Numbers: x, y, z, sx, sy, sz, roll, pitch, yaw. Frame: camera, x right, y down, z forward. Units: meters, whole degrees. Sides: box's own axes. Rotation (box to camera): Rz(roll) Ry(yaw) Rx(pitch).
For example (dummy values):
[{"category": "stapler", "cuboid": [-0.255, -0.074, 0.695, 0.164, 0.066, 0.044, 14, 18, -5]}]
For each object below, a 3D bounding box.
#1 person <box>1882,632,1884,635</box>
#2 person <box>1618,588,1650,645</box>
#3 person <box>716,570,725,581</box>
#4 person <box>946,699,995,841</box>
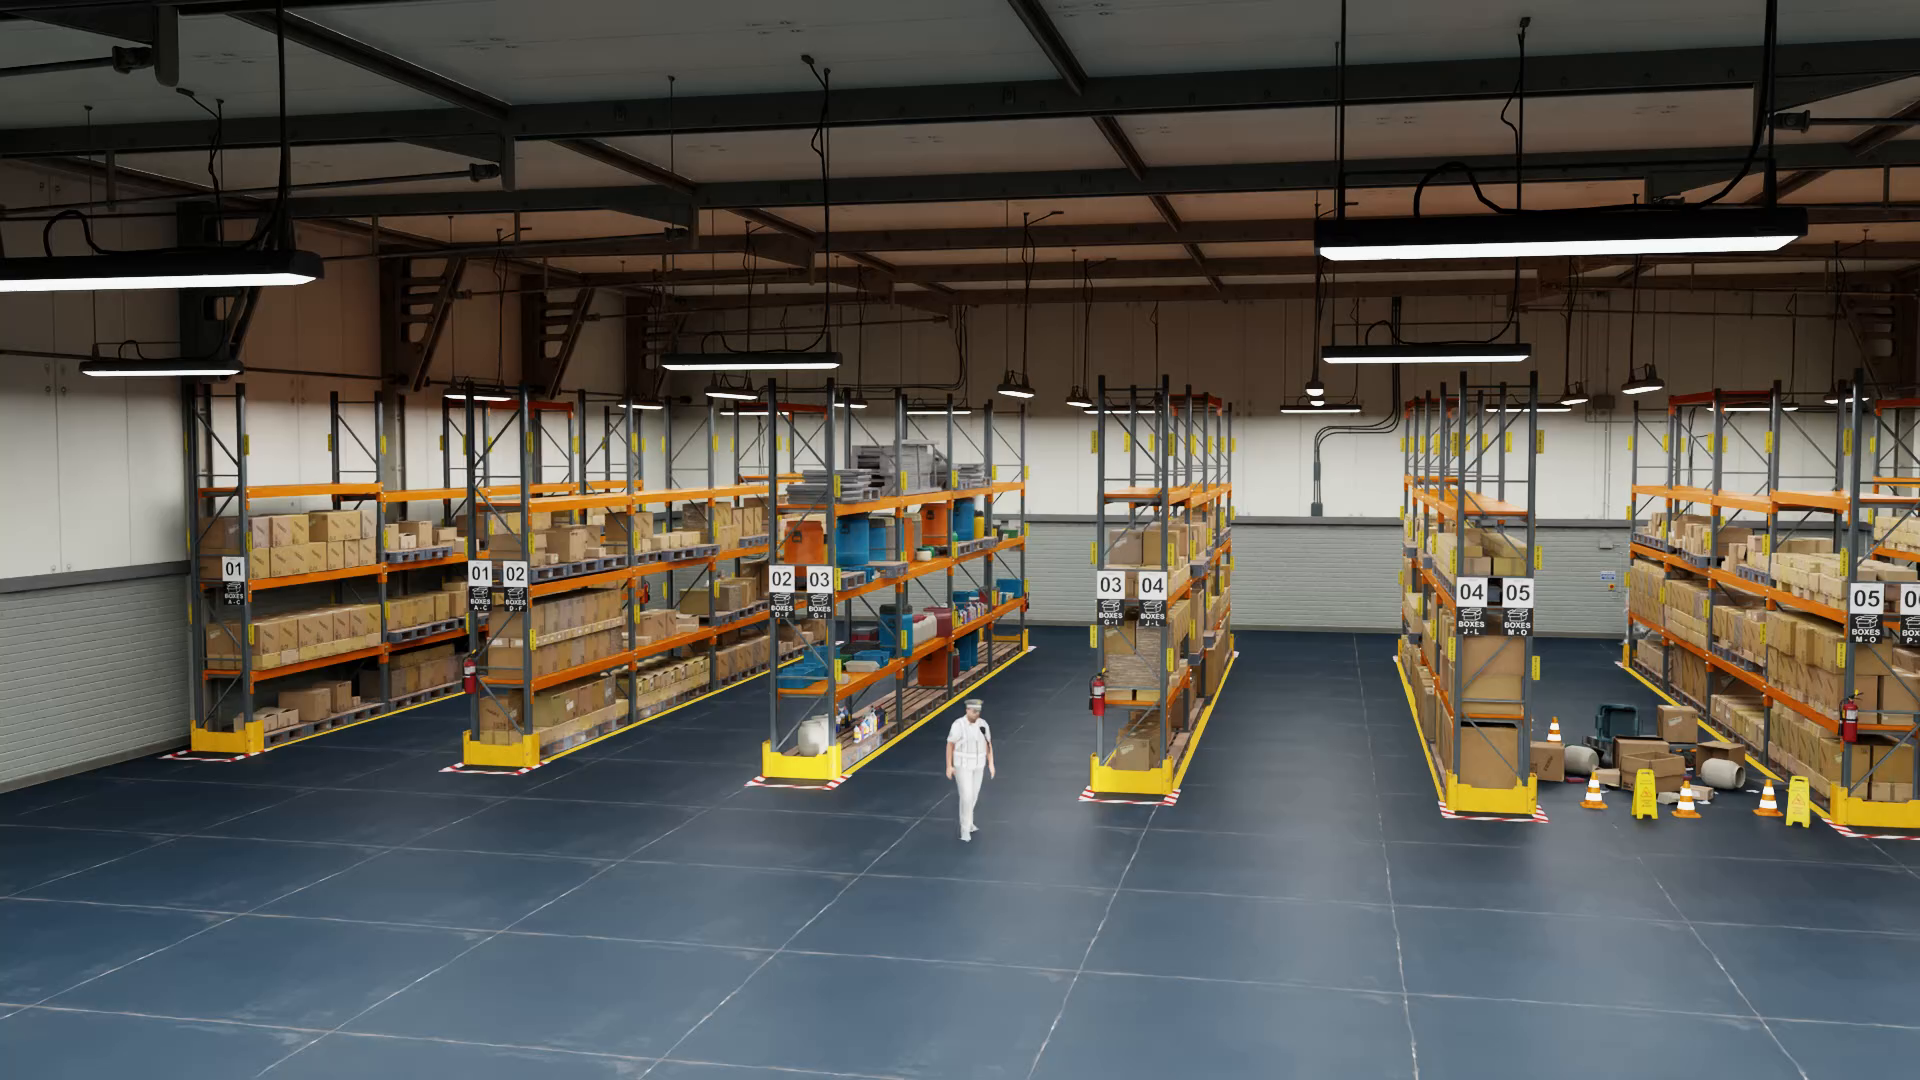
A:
[{"category": "person", "cuboid": [17.084, 2.422, 30.889, 0.427, 1.671, 0.554, 0, 3, -5]}, {"category": "person", "cuboid": [16.794, 1.756, 41.370, 1.012, 1.752, 0.525, -1, 3, -15]}, {"category": "person", "cuboid": [-6.416, 1.609, 44.712, 0.914, 1.649, 0.483, 2, 4, 33]}, {"category": "person", "cuboid": [0.121, 2.946, 21.333, 0.566, 1.831, 0.621, -2, 4, -33]}]
